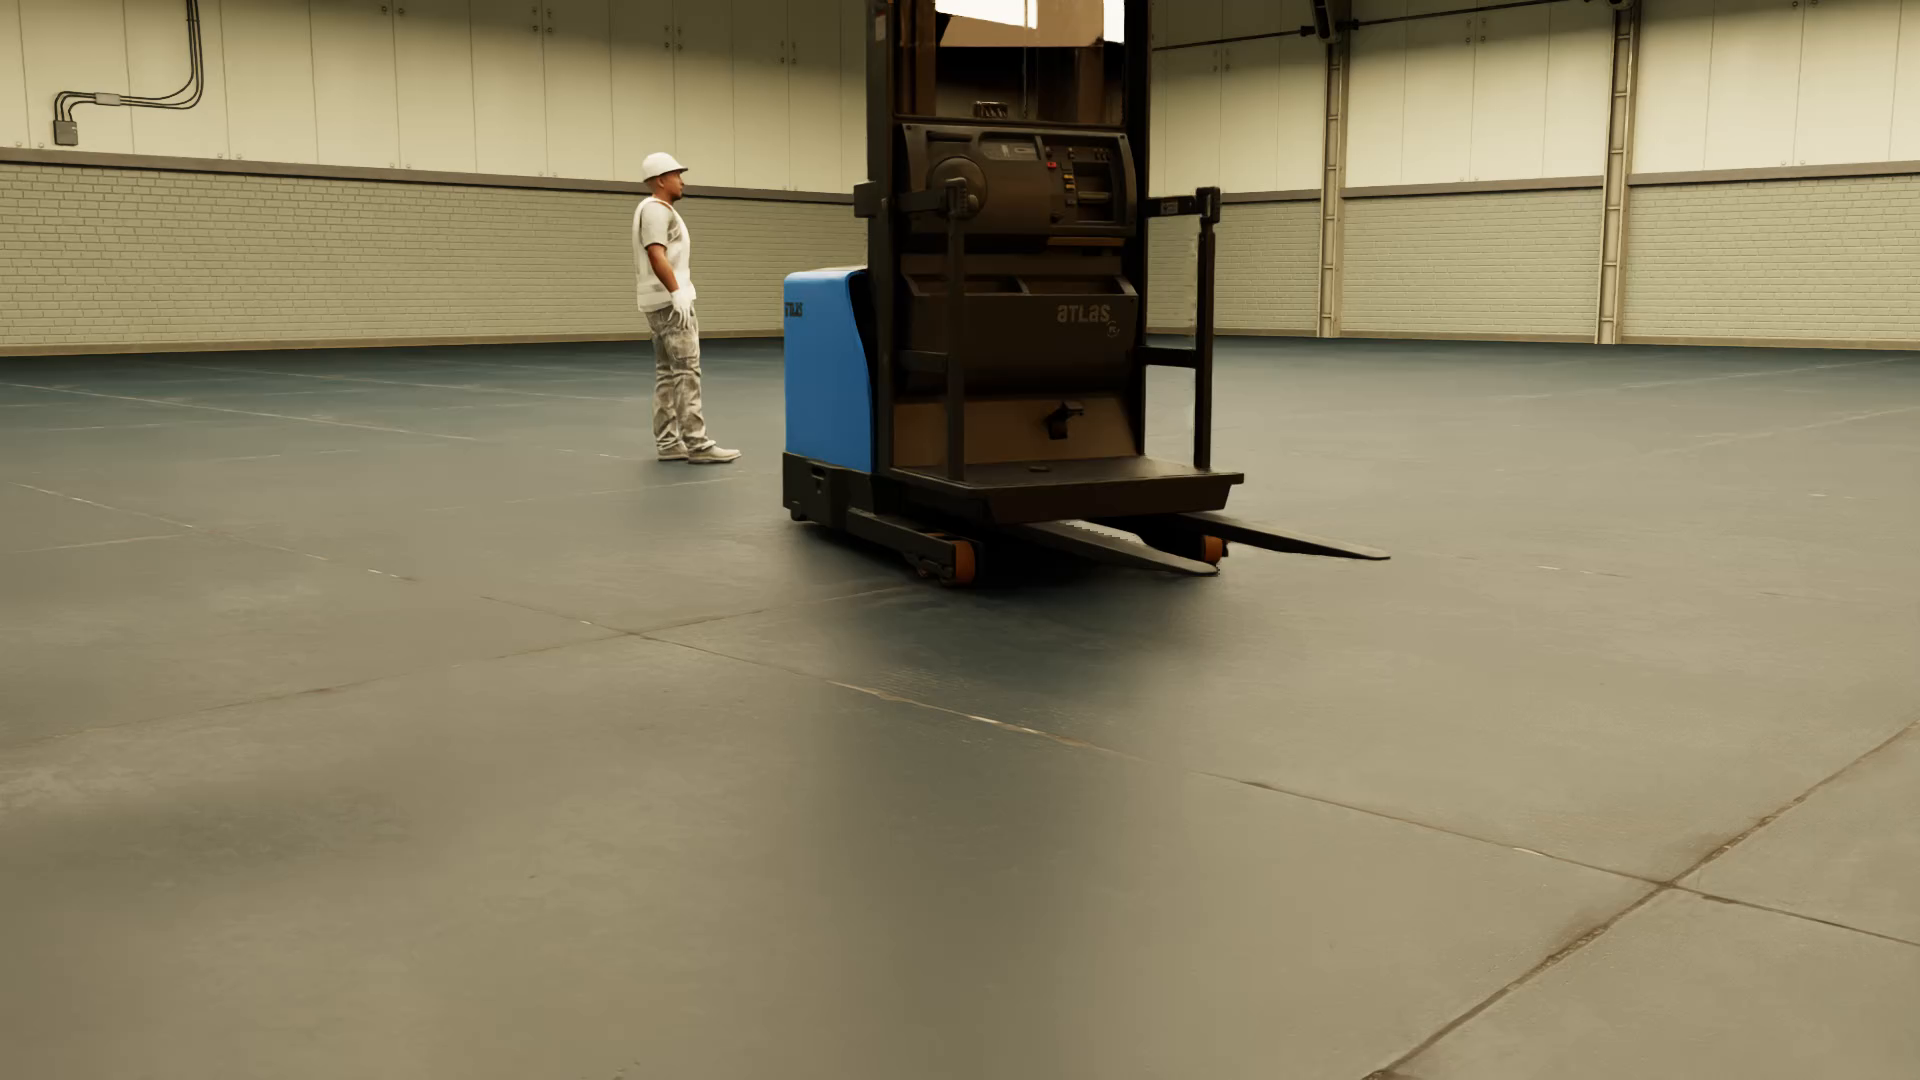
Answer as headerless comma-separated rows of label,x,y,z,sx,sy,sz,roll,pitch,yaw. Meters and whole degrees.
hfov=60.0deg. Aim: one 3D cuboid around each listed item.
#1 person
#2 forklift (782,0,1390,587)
person,-1.622,-1.357,9.746,0.567,1.784,0.696,-3,9,-18
forklift,0.319,-1.362,5.916,1.130,2.935,3.031,-4,9,-25
